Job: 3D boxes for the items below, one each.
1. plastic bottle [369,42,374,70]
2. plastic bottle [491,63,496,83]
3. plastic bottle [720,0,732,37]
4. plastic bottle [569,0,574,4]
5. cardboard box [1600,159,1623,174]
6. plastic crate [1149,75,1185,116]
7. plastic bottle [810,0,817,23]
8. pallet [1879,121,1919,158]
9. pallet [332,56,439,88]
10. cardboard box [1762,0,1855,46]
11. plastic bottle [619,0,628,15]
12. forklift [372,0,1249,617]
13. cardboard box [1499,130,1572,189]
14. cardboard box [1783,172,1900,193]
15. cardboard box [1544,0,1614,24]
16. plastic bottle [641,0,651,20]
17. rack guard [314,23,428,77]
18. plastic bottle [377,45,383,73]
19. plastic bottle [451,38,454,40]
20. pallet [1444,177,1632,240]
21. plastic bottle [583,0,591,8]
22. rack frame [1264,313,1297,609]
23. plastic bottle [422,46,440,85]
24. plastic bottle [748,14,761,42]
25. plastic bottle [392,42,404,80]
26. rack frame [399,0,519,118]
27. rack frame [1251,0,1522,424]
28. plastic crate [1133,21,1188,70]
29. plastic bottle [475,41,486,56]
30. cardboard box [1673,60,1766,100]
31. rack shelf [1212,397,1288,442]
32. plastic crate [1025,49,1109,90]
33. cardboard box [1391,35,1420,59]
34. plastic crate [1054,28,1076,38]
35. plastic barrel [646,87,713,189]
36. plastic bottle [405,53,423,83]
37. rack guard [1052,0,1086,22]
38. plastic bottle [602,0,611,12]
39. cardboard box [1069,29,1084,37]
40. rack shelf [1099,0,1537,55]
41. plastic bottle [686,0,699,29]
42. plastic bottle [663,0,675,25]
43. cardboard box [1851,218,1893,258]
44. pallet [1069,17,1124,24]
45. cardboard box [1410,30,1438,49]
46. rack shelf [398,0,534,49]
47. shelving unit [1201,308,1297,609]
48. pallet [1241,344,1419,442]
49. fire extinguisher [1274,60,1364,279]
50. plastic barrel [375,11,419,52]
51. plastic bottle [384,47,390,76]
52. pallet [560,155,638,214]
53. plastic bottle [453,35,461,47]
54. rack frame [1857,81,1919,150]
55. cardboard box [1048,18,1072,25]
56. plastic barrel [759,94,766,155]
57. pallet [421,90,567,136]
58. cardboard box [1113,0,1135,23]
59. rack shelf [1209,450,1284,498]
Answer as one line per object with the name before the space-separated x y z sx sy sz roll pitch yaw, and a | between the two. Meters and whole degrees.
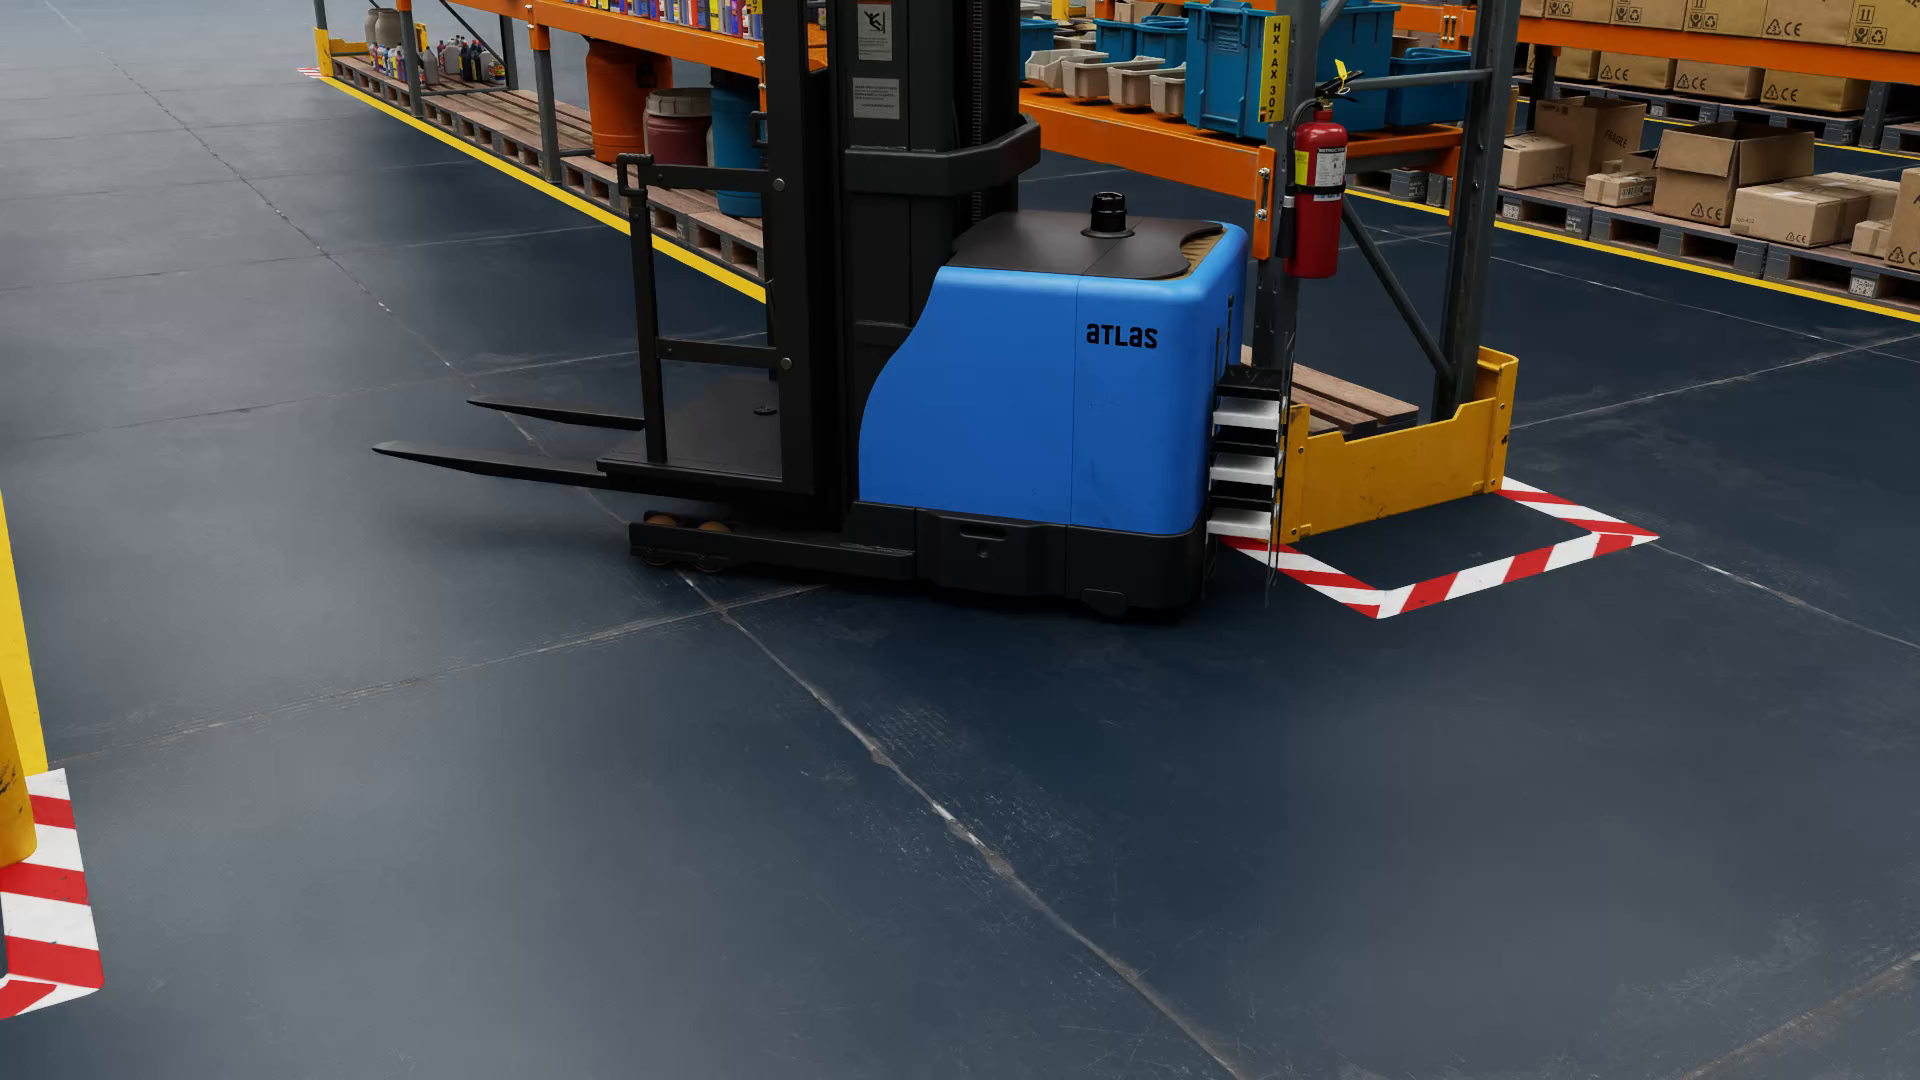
plastic bottle | -6.048 -5.008 17.189 0.097 0.271 0.097 0 22 0
plastic bottle | -4.501 -4.548 16.150 0.097 0.201 0.097 0 22 0
plastic bottle | -1.242 -2.957 9.268 0.152 0.276 0.135 -13 25 -28
plastic bottle | -2.641 -3.821 11.400 0.097 0.271 0.097 0 22 0
cardboard box | 4.462 -2.426 10.998 0.380 0.149 0.250 -13 25 -28
plastic crate | 0.895 -1.671 6.209 0.396 0.136 0.243 -13 25 -28
plastic bottle | -0.850 -3.265 10.016 0.061 0.283 0.133 -13 25 -28
pallet | 8.262 -3.183 13.363 1.003 0.211 1.213 -13 25 -28
pallet | -6.216 -5.144 18.187 1.003 0.211 1.213 -13 25 -28
cardboard box | 4.746 -2.956 8.968 0.500 0.500 0.500 -12 25 -28
plastic bottle | -2.125 -3.487 10.561 0.061 0.283 0.133 -13 25 -28
forklift | -0.596 -1.430 5.436 3.031 2.935 1.130 7 23 16
cardboard box | 3.712 -2.563 11.120 0.500 0.311 0.500 -13 25 -28
cardboard box | 5.183 -1.972 9.746 0.500 0.250 0.500 -13 25 -28
cardboard box | 3.974 -3.446 10.174 0.500 0.500 0.500 -12 25 -27
plastic bottle | -1.890 -3.399 10.256 0.144 0.351 0.185 -13 25 -28
rack guard | -6.627 -5.542 18.782 1.175 0.500 0.348 -13 25 -28
plastic bottle | -5.873 -4.897 16.916 0.097 0.271 0.097 0 22 0
plastic bottle | -5.316 -5.116 17.438 0.061 0.283 0.133 -12 25 -27
pallet | 4.034 -2.268 11.111 1.003 0.211 1.213 -13 25 -28
plastic bottle | -2.440 -3.716 11.135 0.152 0.276 0.135 -13 25 -28
rack frame | 1.005 -0.241 5.210 0.006 0.900 0.240 7 23 16
plastic bottle | -5.116 -4.578 16.025 0.144 0.351 0.185 -13 25 -28
plastic bottle | -1.055 -2.839 8.977 0.152 0.276 0.135 -13 25 -28
plastic bottle | -5.503 -4.717 16.366 0.144 0.351 0.185 -13 25 -29
rack frame | -4.663 -5.421 15.164 1.000 3.000 0.127 -13 25 -28
rack frame | 1.467 -1.536 5.607 1.000 3.000 0.127 -13 25 -28
plastic crate | 0.951 -2.056 7.028 0.416 0.233 0.300 -13 25 -28
plastic bottle | -4.718 -4.738 16.419 0.144 0.351 0.185 -12 25 -27
cardboard box | 7.040 -4.408 14.969 0.750 0.750 0.750 -12 25 -27
rack shelf | 0.908 -0.389 5.183 0.200 0.077 0.258 7 23 16
plastic crate | 0.429 -1.945 6.884 0.298 0.136 0.250 -13 25 -28
cardboard box | 3.136 -3.703 12.677 0.500 0.250 0.500 -13 25 -28
plastic crate | 0.226 -2.421 8.069 0.437 0.125 0.590 -13 25 -28
plastic barrel | -1.778 -2.682 11.072 0.600 0.588 0.708 -13 25 -28
plastic bottle | -5.240 -4.550 15.956 0.144 0.351 0.185 -13 26 -30
rack guard | 1.850 -7.438 23.448 1.175 0.500 0.348 -13 25 -28
plastic bottle | -2.293 -3.593 10.822 0.061 0.283 0.133 -13 25 -28
cardboard box | 0.890 -4.547 15.364 0.500 0.311 0.500 -13 26 -29
rack shelf | 2.662 -4.097 12.862 1.077 0.370 4.000 -13 25 -28
plastic bottle | -1.500 -3.120 9.669 0.152 0.276 0.135 -13 25 -28
plastic bottle | -1.687 -3.239 9.961 0.152 0.276 0.135 -13 25 -28
cardboard box | 5.108 -1.656 9.080 0.380 0.166 0.250 -13 25 -28
pallet | 2.234 -7.035 22.838 1.003 0.211 1.213 -13 25 -28
cardboard box | 5.322 -5.489 18.068 0.700 0.500 0.500 -13 25 -28
rack shelf | -3.641 -4.440 13.706 1.077 0.370 4.000 -13 25 -28
shelving unit | 0.908 -0.253 5.238 0.210 0.900 0.258 7 23 16
pallet | 1.079 -0.519 6.807 1.003 0.211 1.213 -13 25 -28
fire extinguisher | 1.153 -1.191 5.356 0.296 0.674 0.183 -13 25 -28
plastic barrel | -6.048 -5.397 17.852 0.421 0.512 0.421 0 22 0
plastic bottle | -5.718 -4.799 16.675 0.097 0.271 0.097 0 22 0
pallet | -2.181 -2.587 11.895 1.003 0.211 1.213 -13 25 -28
plastic bottle | -5.127 -4.997 17.056 0.144 0.351 0.185 -11 25 -26
rack frame | 7.941 -4.736 13.481 1.000 3.000 0.127 -13 25 -28
cardboard box | 0.828 -4.984 16.439 0.500 0.311 0.500 -13 25 -29
plastic barrel | -0.840 -2.233 9.550 0.600 0.901 0.708 -13 25 -28
pallet | -4.228 -3.882 15.082 1.003 0.211 1.213 -13 25 -28
cardboard box | 2.378 -7.153 22.413 0.500 0.311 0.500 -10 24 -24
rack shelf | 0.908 -0.222 5.251 0.200 0.077 0.258 7 23 16
